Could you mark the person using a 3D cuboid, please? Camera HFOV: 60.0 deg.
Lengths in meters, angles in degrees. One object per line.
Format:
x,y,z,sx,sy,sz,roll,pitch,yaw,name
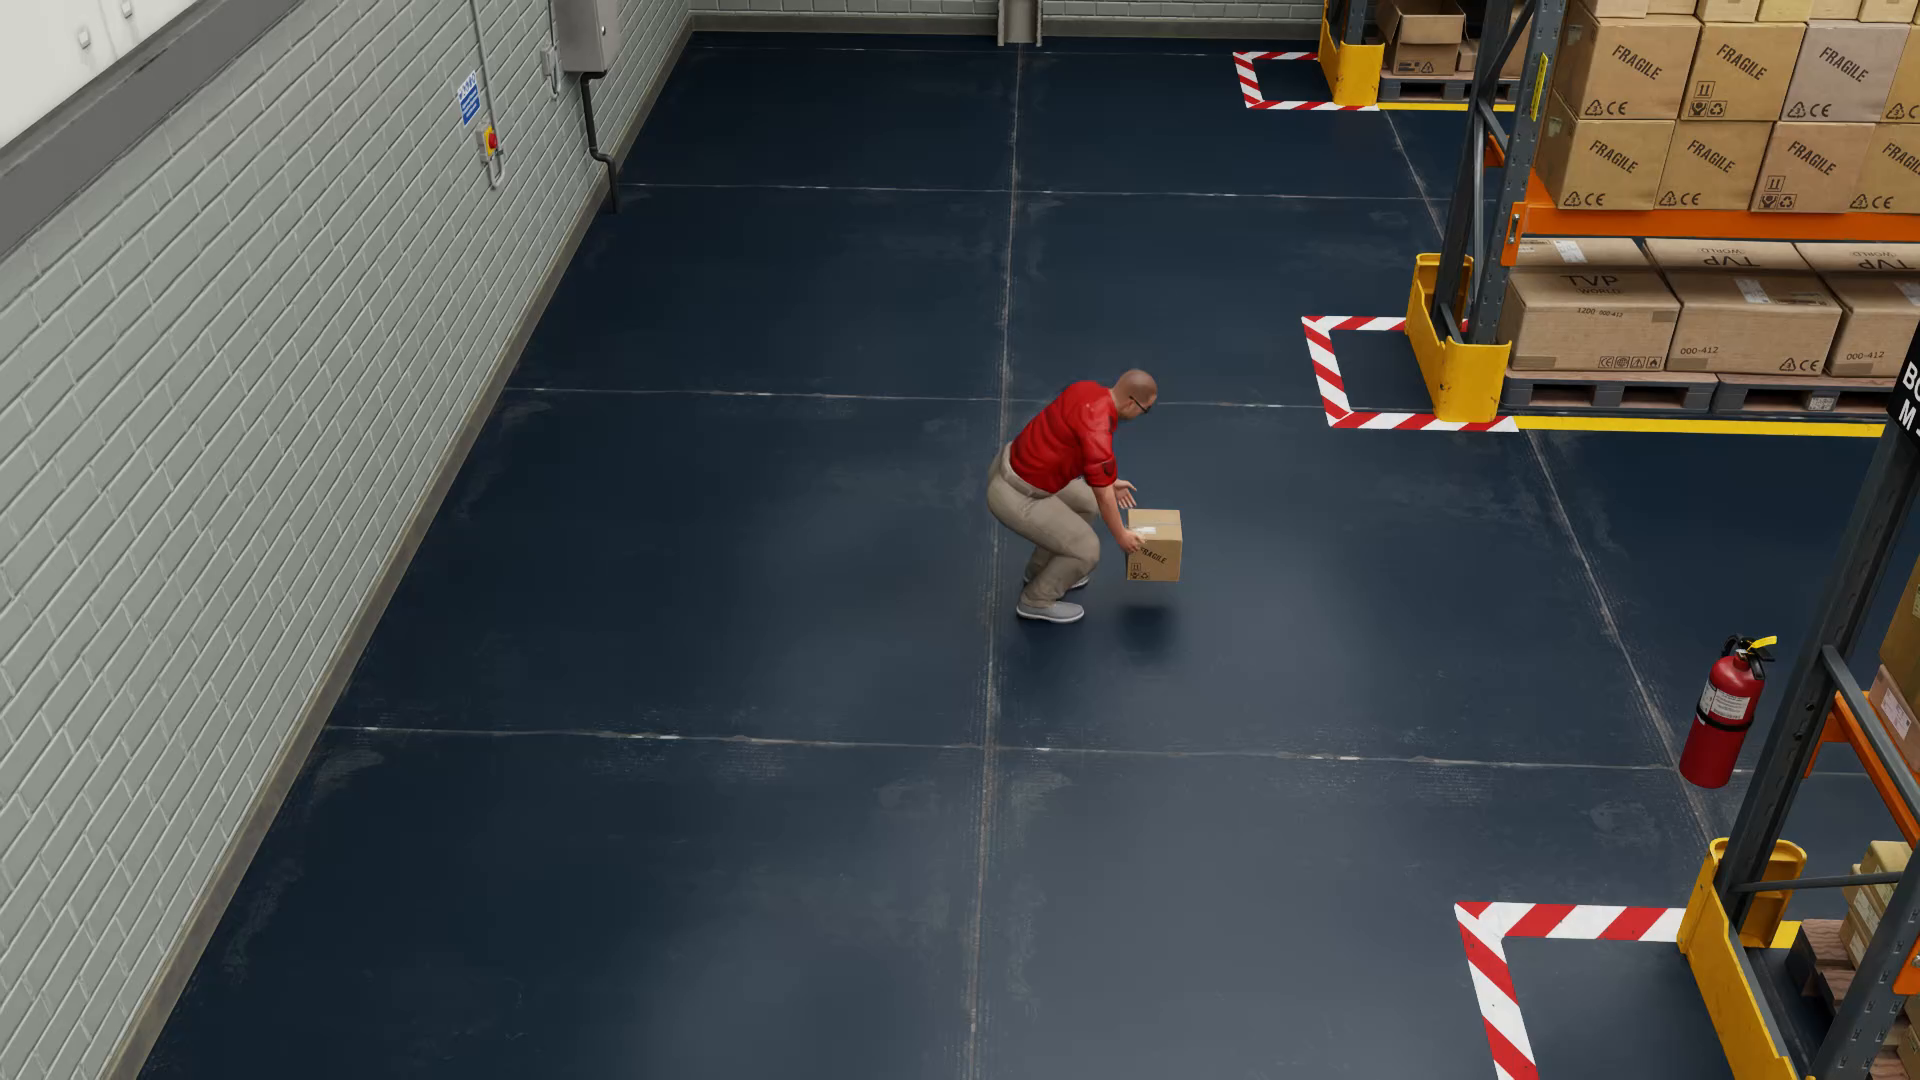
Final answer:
0.512,-0.248,7.886,0.778,1.263,0.587,1,35,2,person
